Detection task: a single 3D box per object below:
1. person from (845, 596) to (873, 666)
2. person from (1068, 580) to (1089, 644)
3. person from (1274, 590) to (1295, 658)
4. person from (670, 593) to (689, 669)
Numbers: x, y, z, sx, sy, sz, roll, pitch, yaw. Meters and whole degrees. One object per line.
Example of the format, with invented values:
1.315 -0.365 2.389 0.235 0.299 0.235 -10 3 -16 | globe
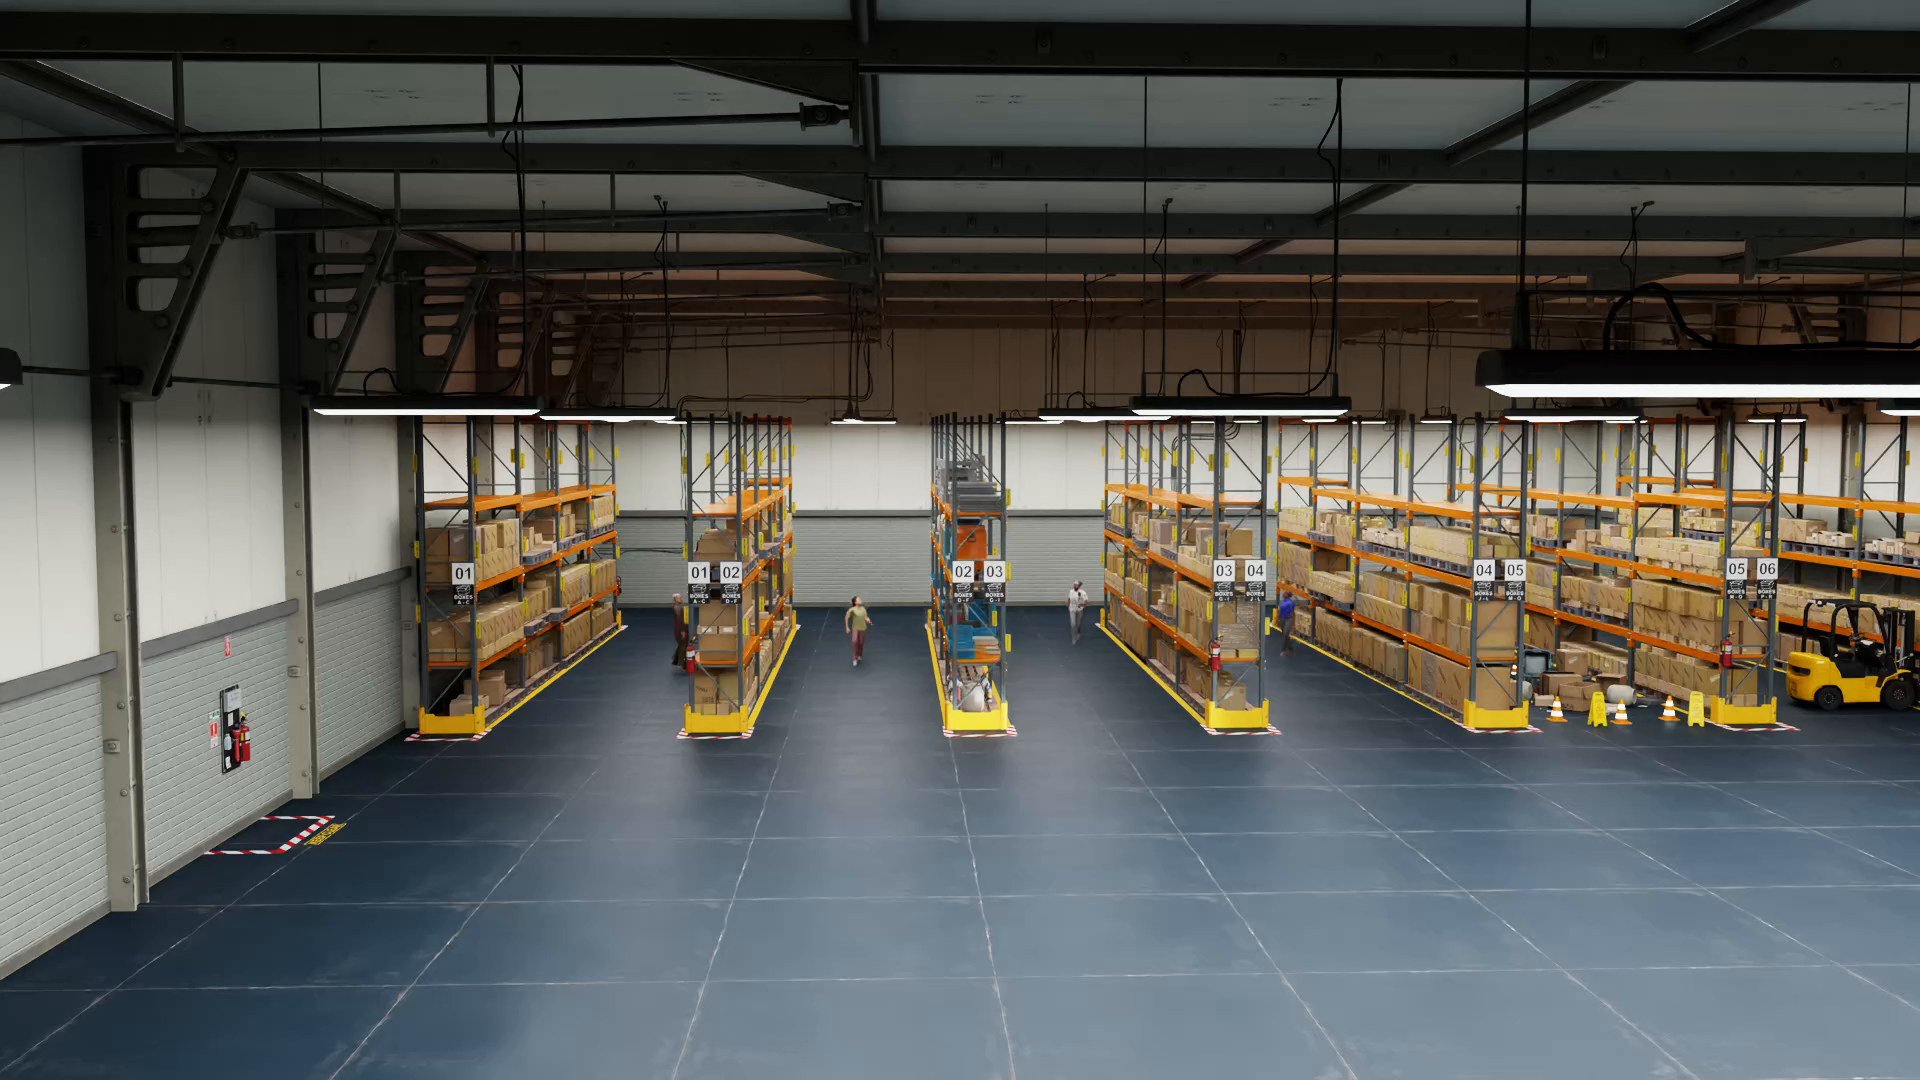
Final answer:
-2.439 2.180 40.252 0.669 1.637 0.982 0 4 -3 | person
3.139 1.906 44.200 0.543 1.729 0.744 0 4 2 | person
8.127 2.072 41.576 0.736 1.657 0.522 -4 5 -43 | person
-6.594 2.151 39.394 0.515 1.779 0.598 -2 4 -29 | person
